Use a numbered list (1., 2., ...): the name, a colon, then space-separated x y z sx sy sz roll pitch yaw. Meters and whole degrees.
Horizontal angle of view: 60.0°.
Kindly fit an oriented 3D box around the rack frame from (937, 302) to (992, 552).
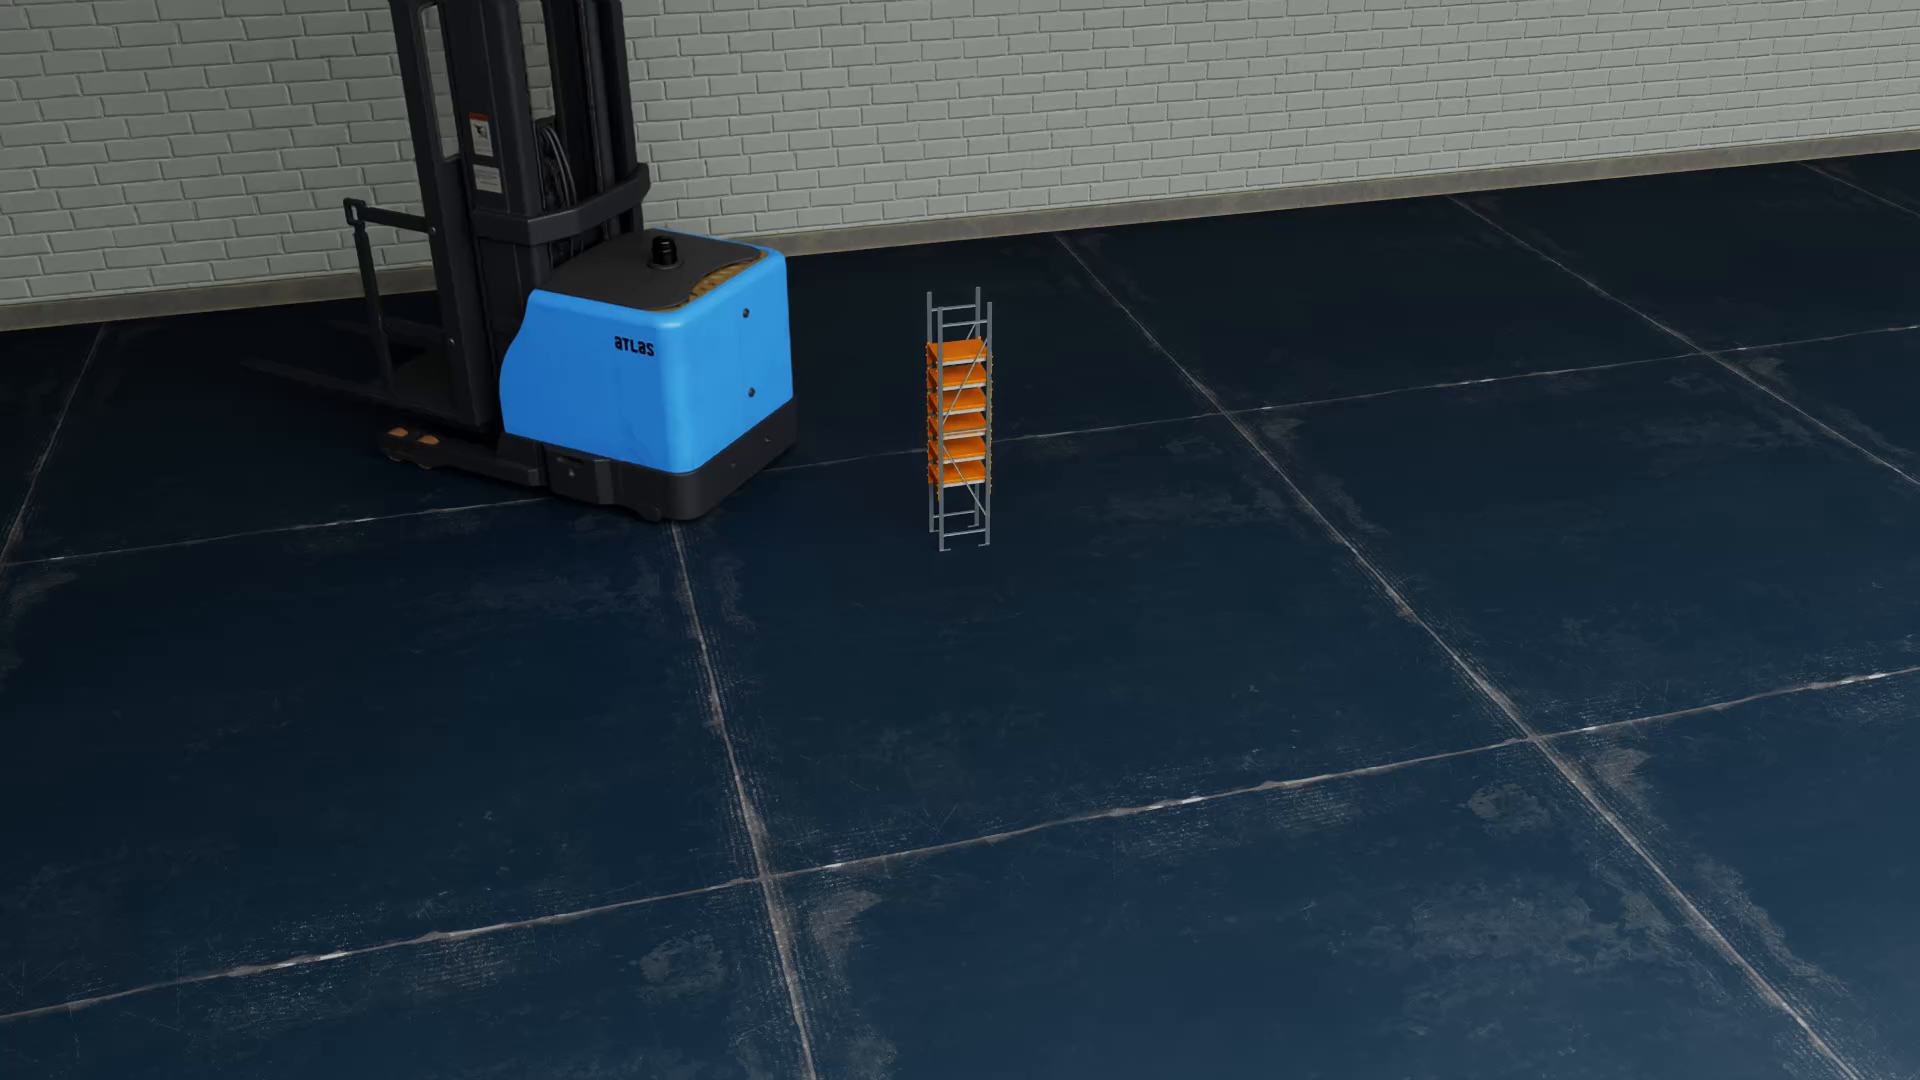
1. rack frame: 0.020 -0.482 7.385 0.240 1.200 0.006 -8 31 -13

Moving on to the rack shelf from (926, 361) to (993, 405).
1. rack shelf: -0.004 -0.696 7.364 0.258 0.103 0.180 -8 31 -13

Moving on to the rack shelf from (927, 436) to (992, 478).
1. rack shelf: -0.004 -0.384 7.544 0.258 0.103 0.180 -8 31 -13

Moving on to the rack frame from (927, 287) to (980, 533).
1. rack frame: -0.028 -0.570 7.538 0.240 1.200 0.006 -8 31 -13

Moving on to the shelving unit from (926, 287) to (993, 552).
1. shelving unit: -0.004 -0.526 7.462 0.258 1.200 0.189 -8 31 -13

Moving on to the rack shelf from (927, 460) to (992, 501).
1. rack shelf: -0.004 -0.280 7.604 0.258 0.103 0.180 -8 31 -13

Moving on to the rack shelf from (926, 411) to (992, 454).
1. rack shelf: -0.004 -0.488 7.484 0.258 0.103 0.180 -8 31 -13

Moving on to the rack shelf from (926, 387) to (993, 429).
1. rack shelf: -0.004 -0.592 7.424 0.258 0.103 0.180 -8 31 -13

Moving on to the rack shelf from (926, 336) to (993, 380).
1. rack shelf: -0.004 -0.799 7.303 0.258 0.103 0.180 -8 31 -13

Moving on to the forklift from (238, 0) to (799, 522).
1. forklift: -2.381 -1.848 8.016 3.031 2.935 1.130 14 33 22
